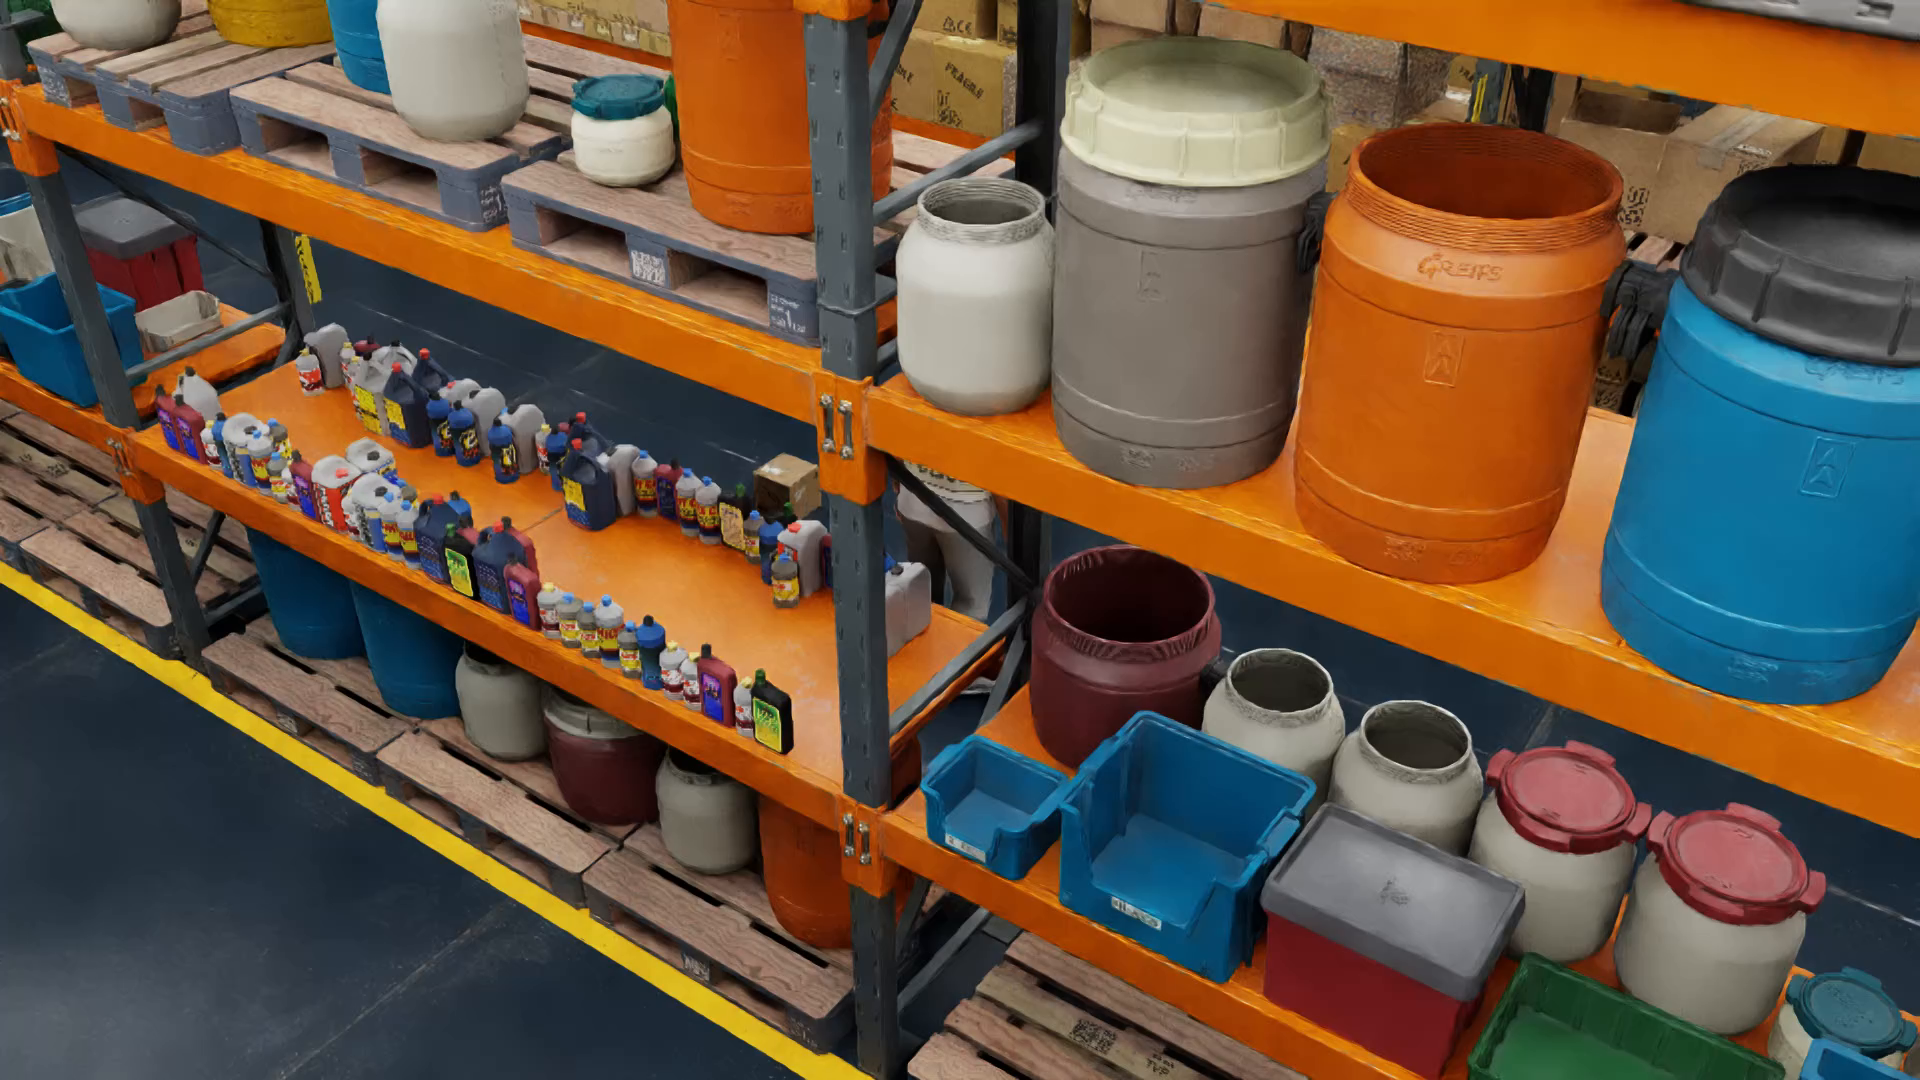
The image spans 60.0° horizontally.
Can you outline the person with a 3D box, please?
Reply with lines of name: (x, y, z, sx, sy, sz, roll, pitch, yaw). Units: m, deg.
person: (-0.023, -0.118, 7.263, 0.614, 1.769, 0.413, 17, 38, 23)
